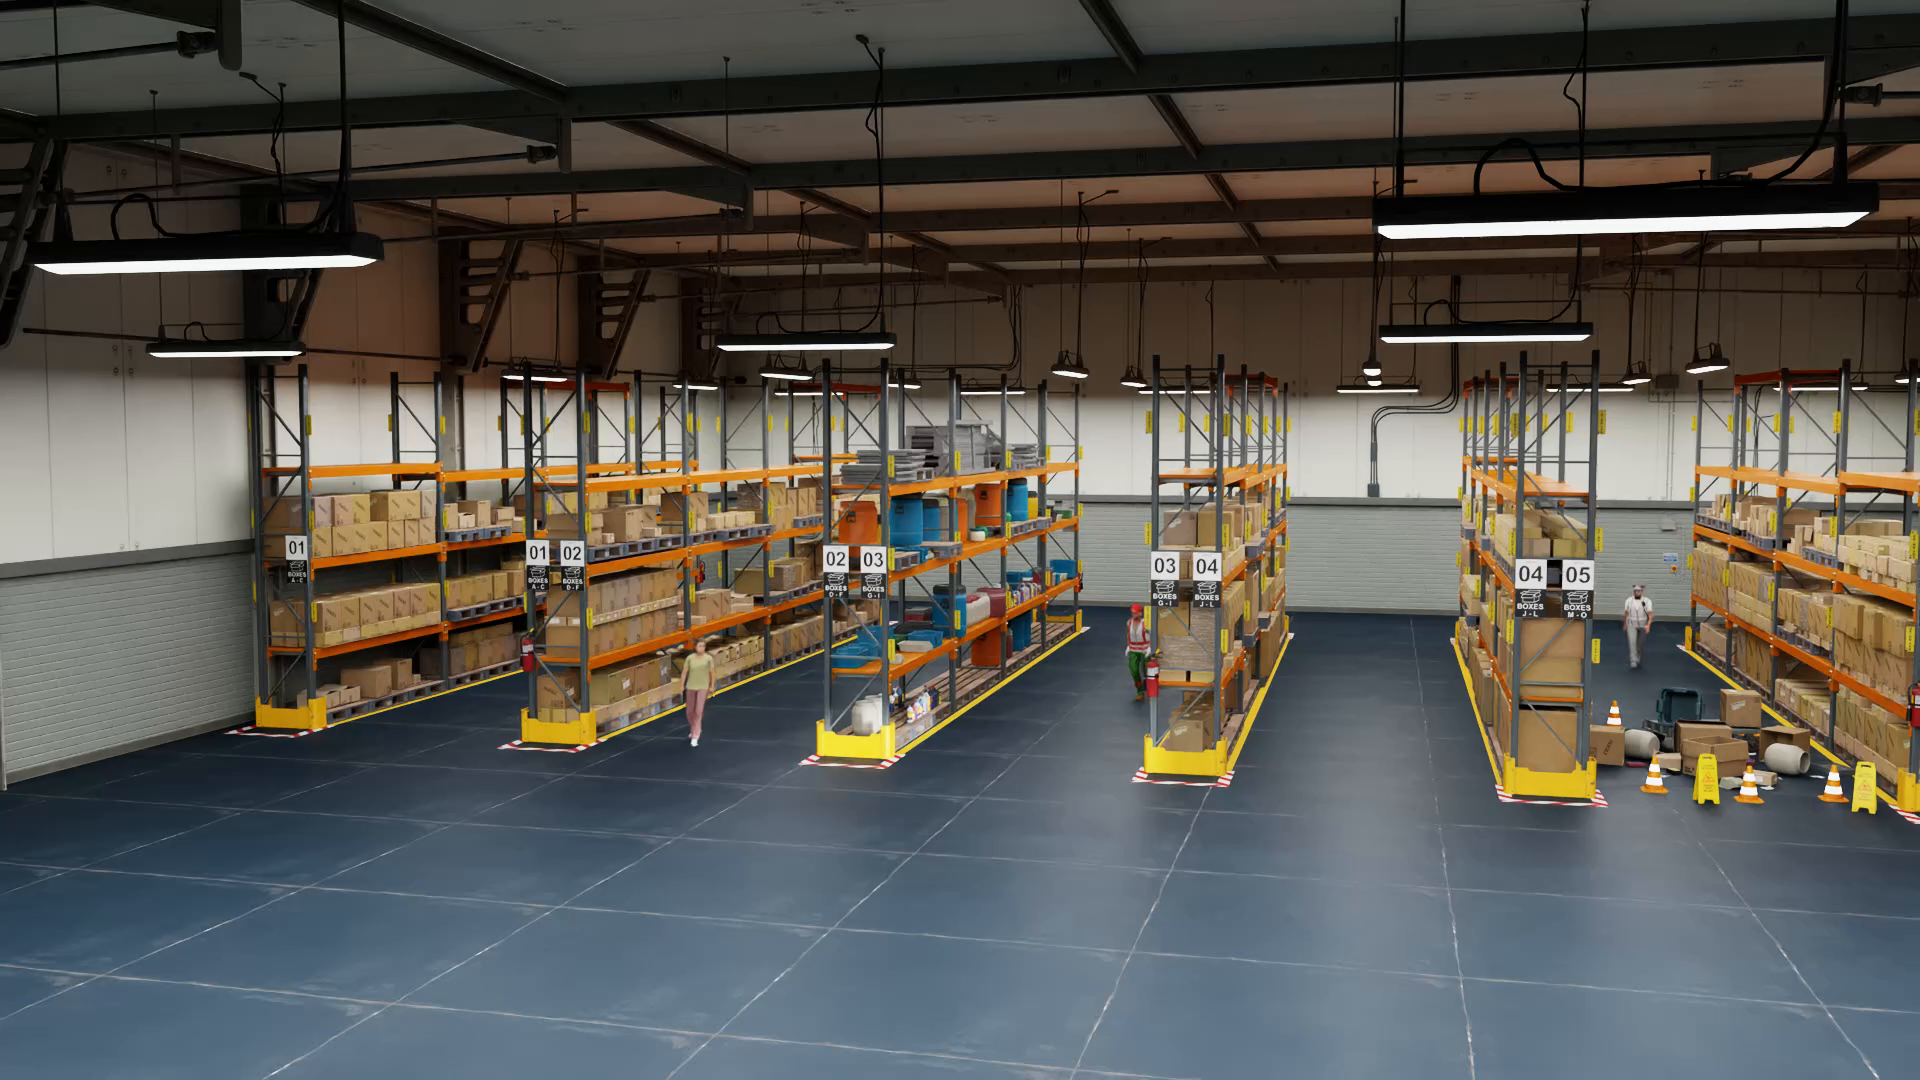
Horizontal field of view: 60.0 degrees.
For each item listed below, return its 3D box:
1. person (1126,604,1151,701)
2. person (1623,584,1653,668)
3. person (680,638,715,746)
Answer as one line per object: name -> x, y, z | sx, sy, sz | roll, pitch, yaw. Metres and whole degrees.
person -> 3.330, 2.030, 30.447 | 0.604, 1.757, 0.738 | 2, 4, 27
person -> 14.014, 1.754, 34.305 | 0.509, 1.696, 1.087 | 1, 4, 9
person -> -4.153, 2.378, 26.324 | 0.523, 1.671, 0.766 | 0, 4, -4
